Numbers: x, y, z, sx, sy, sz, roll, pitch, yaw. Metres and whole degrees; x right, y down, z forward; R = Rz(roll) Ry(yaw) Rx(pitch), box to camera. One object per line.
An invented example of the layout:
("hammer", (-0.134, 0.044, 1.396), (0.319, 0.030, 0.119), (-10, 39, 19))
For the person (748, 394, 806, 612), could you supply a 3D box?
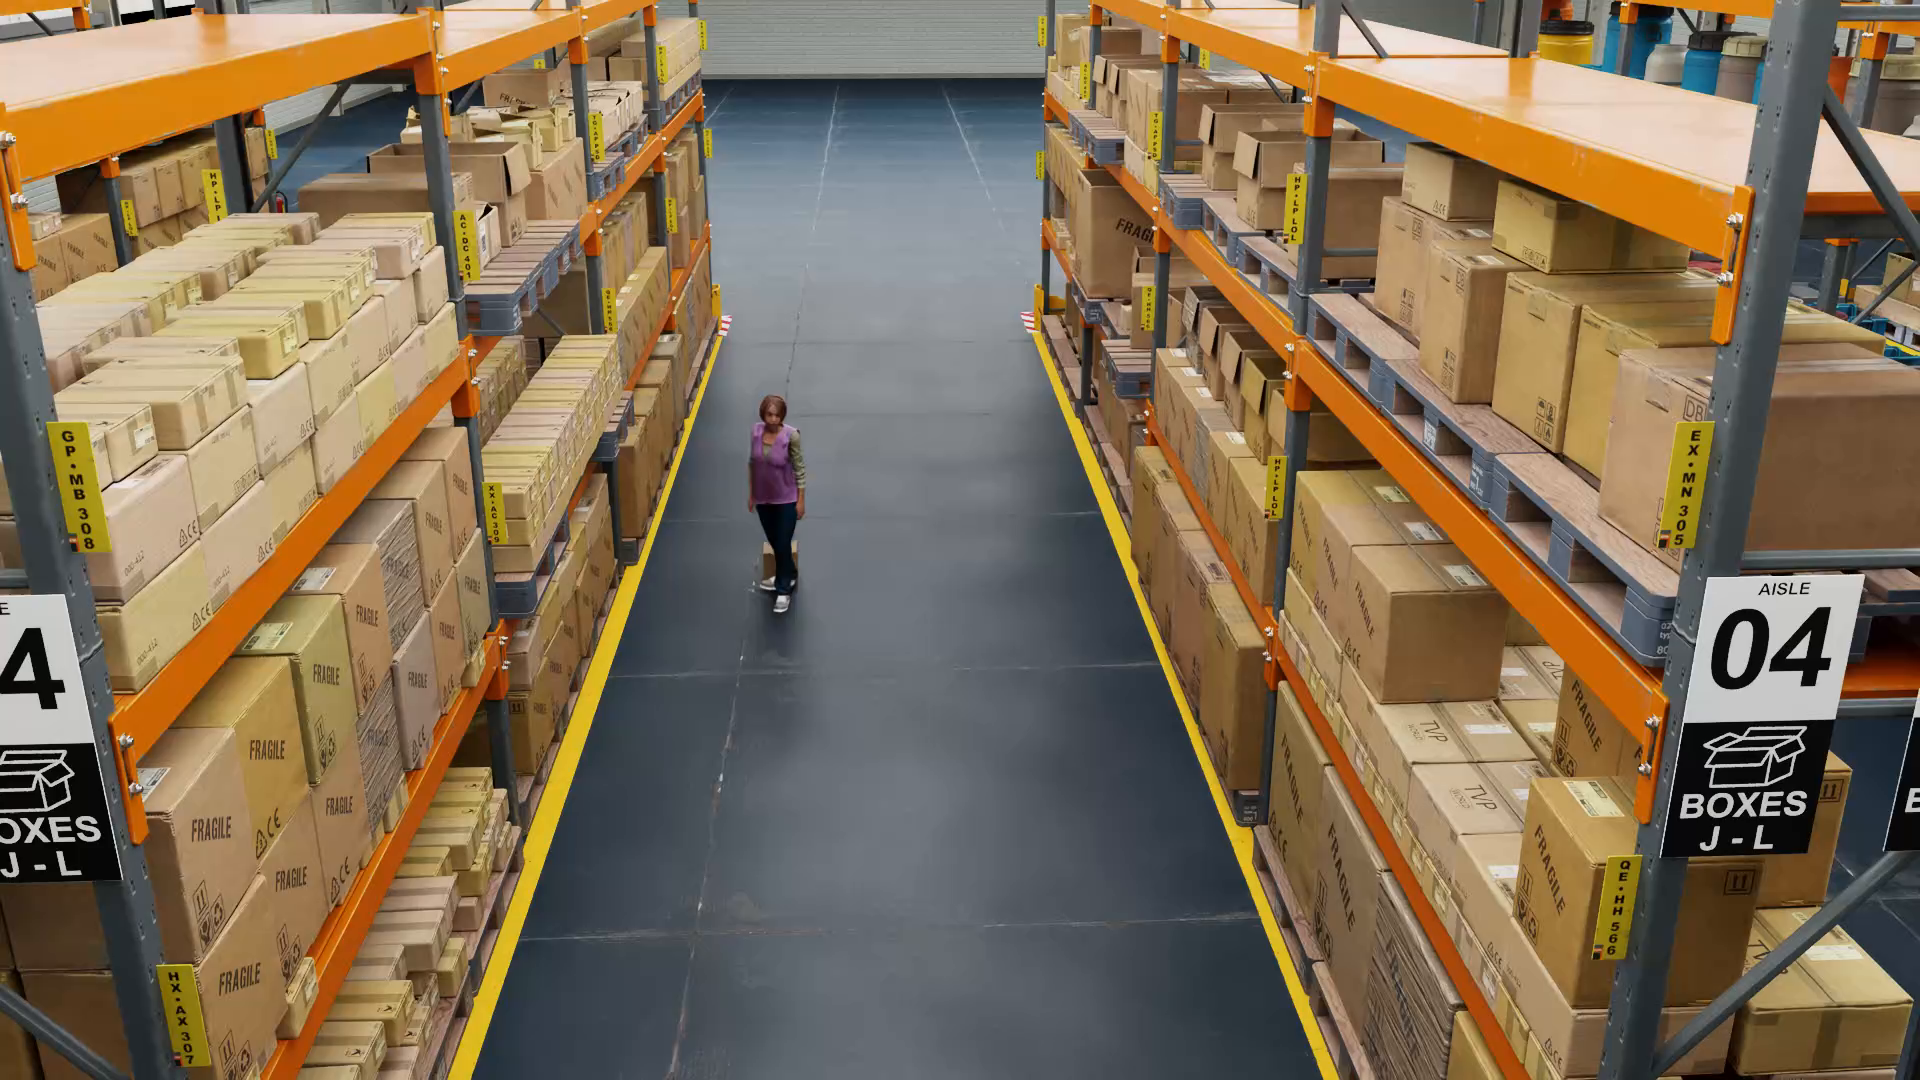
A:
("person", (-1.298, -0.302, 11.897), (0.451, 1.588, 0.514), (8, 22, 21))
